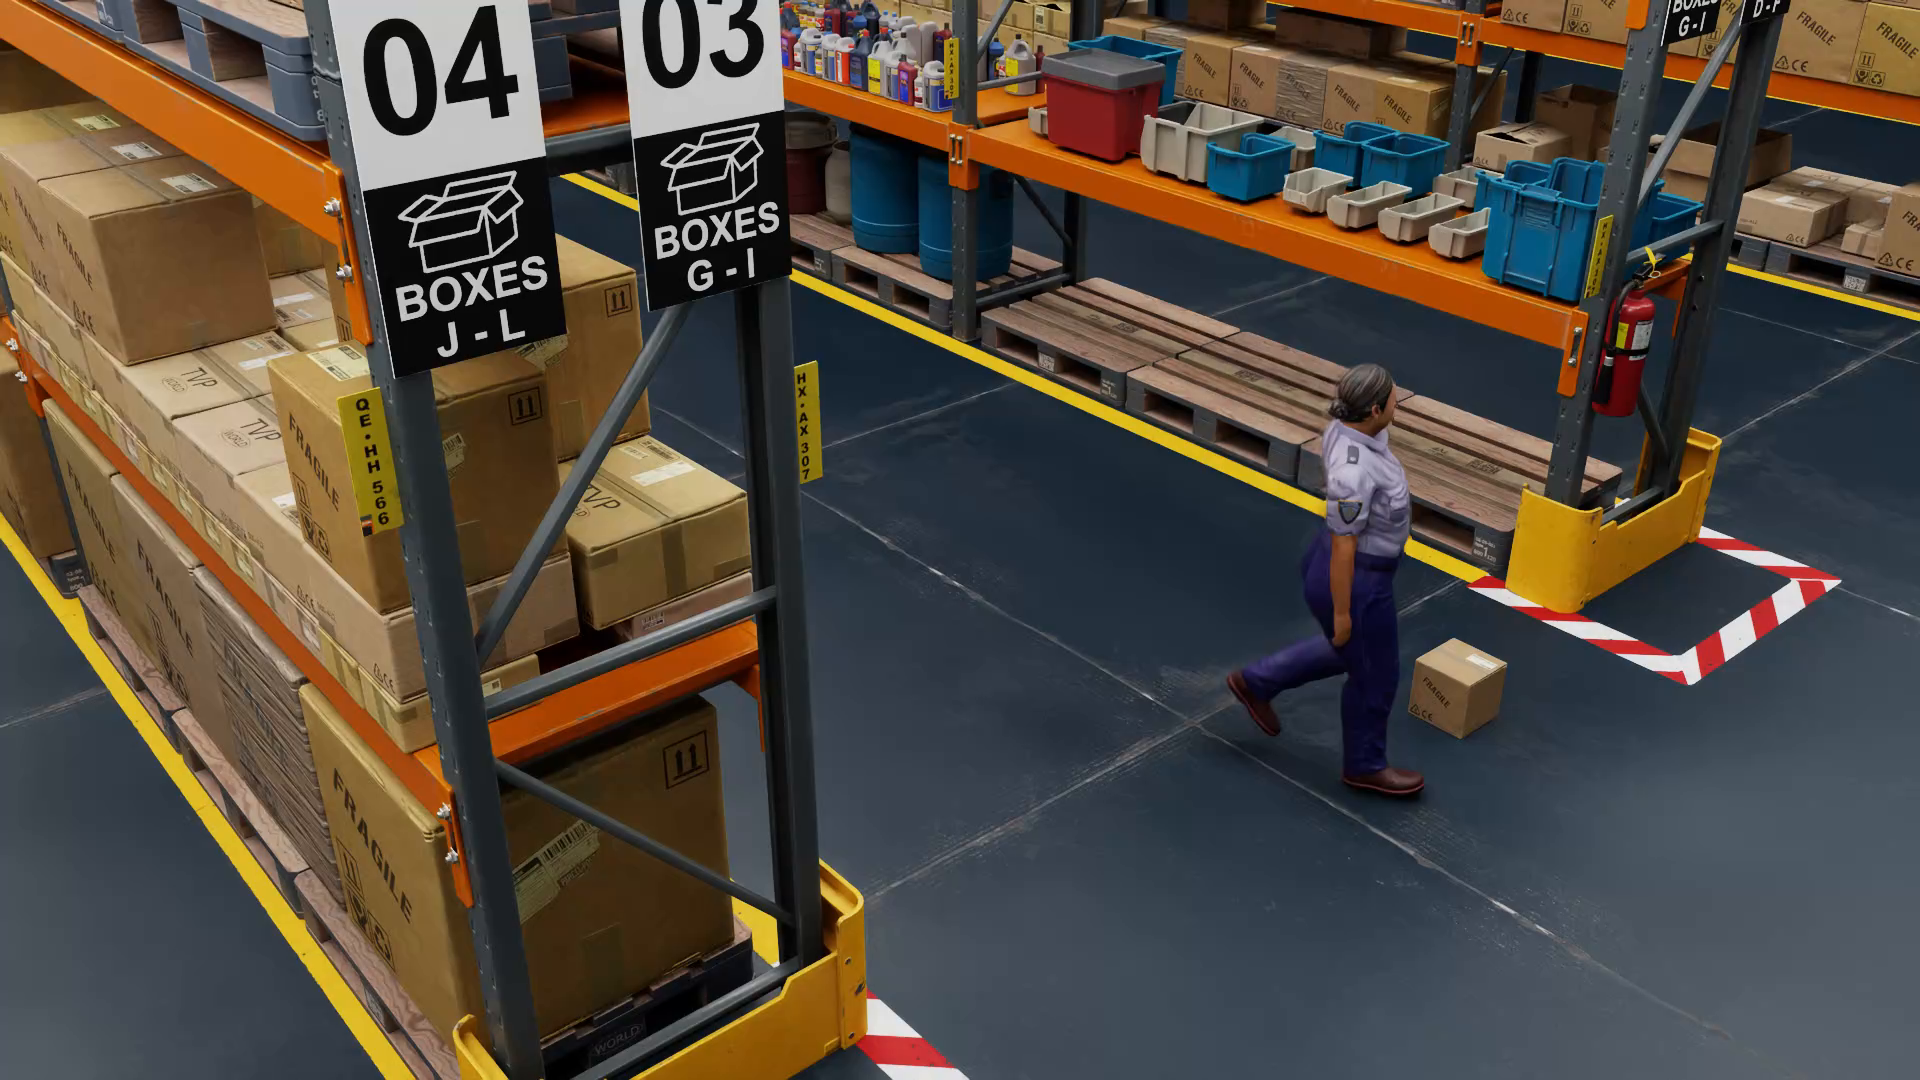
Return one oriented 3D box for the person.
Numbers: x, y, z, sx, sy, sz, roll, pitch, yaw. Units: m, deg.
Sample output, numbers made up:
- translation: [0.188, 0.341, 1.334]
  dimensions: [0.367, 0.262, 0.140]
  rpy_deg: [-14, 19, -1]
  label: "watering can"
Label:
- translation: [1.358, 0.127, 5.890]
  dimensions: [0.748, 1.622, 0.492]
  rpy_deg: [5, 29, 8]
  label: "person"
